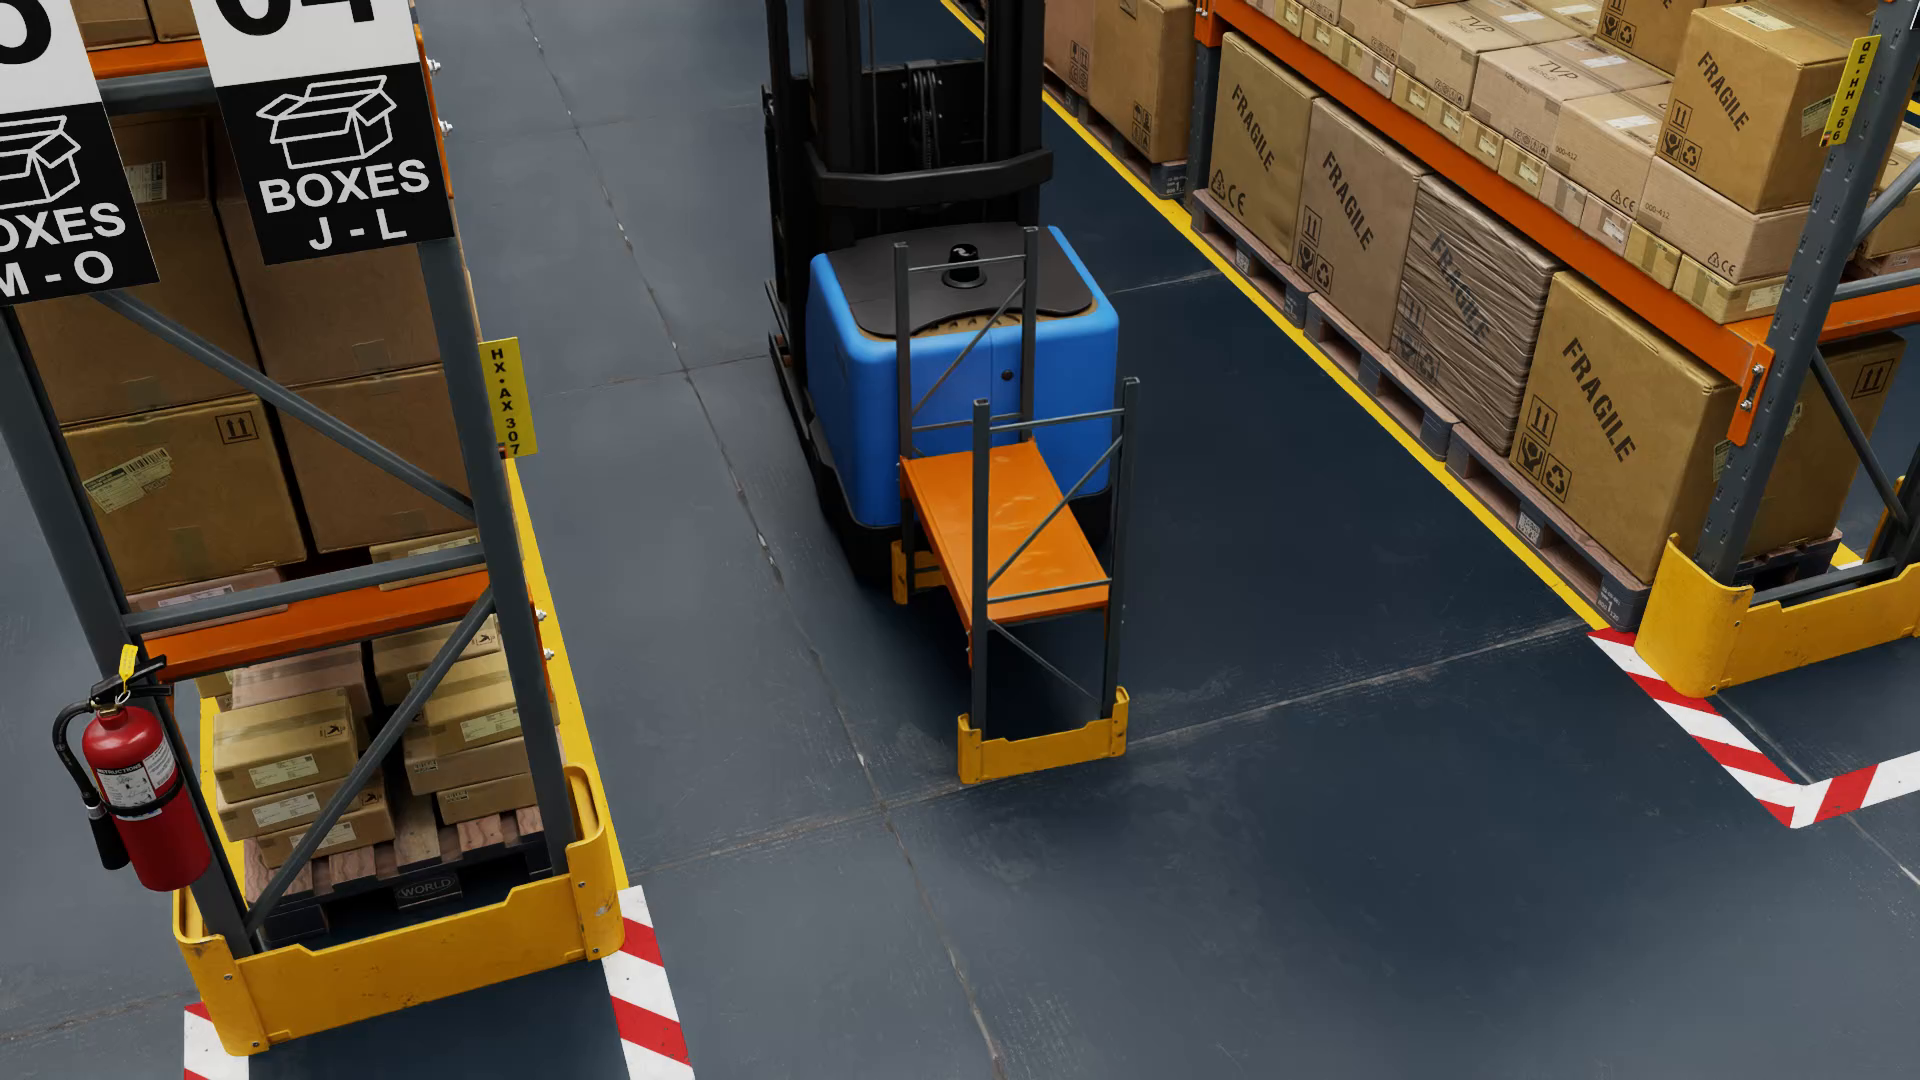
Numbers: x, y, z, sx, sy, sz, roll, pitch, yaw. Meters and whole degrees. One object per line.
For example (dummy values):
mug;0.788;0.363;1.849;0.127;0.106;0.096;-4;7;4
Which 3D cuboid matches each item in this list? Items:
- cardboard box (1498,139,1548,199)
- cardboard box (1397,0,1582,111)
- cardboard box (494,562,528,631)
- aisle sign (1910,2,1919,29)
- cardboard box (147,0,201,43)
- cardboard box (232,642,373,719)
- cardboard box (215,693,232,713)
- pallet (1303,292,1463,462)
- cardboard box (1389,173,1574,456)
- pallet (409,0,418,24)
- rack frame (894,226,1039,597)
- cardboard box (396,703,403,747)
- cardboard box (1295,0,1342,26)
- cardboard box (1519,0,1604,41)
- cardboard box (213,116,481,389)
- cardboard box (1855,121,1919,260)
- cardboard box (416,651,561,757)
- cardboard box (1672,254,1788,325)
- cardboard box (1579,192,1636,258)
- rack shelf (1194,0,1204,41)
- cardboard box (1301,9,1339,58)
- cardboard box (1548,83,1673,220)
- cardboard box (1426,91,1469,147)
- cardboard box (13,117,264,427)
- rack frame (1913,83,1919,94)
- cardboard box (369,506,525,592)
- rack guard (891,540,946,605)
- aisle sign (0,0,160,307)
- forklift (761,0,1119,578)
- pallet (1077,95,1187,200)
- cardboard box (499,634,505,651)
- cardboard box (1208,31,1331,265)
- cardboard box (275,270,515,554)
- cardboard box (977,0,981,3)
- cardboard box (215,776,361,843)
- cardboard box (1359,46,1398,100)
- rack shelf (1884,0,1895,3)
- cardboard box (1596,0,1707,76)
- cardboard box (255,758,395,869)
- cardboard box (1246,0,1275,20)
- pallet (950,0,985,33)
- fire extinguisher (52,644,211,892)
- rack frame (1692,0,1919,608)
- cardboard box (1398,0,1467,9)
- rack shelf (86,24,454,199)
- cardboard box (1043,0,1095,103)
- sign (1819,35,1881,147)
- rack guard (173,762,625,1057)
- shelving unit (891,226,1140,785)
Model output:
cardboard box;2.313;-1.456;6.399;0.380;0.149;0.250;-13;39;-17
cardboard box;2.149;-1.992;6.779;0.500;0.250;0.500;-12;39;-16
cardboard box;-1.630;0.190;5.530;0.380;0.149;0.250;-13;39;-16
aisle sign;2.840;-1.782;4.463;0.394;0.787;0.004;-12;39;-16
cardboard box;-1.509;-1.322;3.643;0.500;0.250;0.500;-11;38;-14
cardboard box;-2.047;0.456;5.178;0.380;0.149;0.250;-12;39;-15
cardboard box;-2.225;0.443;5.442;0.380;0.149;0.250;-14;39;-18
pallet;2.333;-0.857;7.712;1.003;0.211;1.213;-12;39;-16
cardboard box;2.489;-1.025;7.034;0.875;0.875;0.875;-12;39;-16
pallet;-3.097;-2.522;7.764;1.003;0.211;1.213;-12;39;-16
rack frame;0.023;-0.425;6.068;0.500;1.500;0.032;-9;38;-12
cardboard box;-1.641;0.601;5.480;0.380;0.149;0.250;-13;39;-16
cardboard box;1.803;-2.564;7.538;0.500;0.250;0.500;-13;39;-16
cardboard box;2.647;-2.103;6.927;0.500;0.250;0.500;-13;39;-17
cardboard box;-1.500;-0.744;4.083;0.500;0.500;0.500;-13;39;-16
cardboard box;3.186;-1.233;5.771;0.500;0.250;0.500;-13;39;-17
cardboard box;-1.456;0.490;5.132;0.380;0.149;0.250;-14;39;-18
cardboard box;2.666;-0.879;5.633;0.380;0.149;0.250;-12;39;-15
cardboard box;2.489;-1.169;6.017;0.380;0.149;0.250;-12;39;-16
rack shelf;1.033;-3.949;10.097;1.077;0.370;4.000;-12;39;-16
cardboard box;1.784;-2.325;7.552;0.380;0.149;0.250;-13;39;-17
cardboard box;2.507;-1.411;6.008;0.500;0.250;0.500;-13;39;-17
cardboard box;2.140;-1.743;6.780;0.380;0.149;0.250;-12;39;-15
cardboard box;-1.986;-0.642;3.948;0.500;0.500;0.500;-13;39;-17
rack frame;6.371;-4.132;9.742;1.000;3.000;0.127;-12;39;-16
cardboard box;-1.398;-0.027;4.502;0.380;0.149;0.250;-13;39;-16
rack guard;0.028;0.085;6.429;0.587;0.250;0.087;-9;38;-12
aisle sign;-1.851;-0.812;3.174;0.394;0.787;0.004;-12;39;-16
forklift;-0.269;-1.912;6.852;1.130;2.935;3.031;-9;38;-12
pallet;1.385;-2.413;9.778;1.003;0.211;1.213;-12;39;-16
cardboard box;-1.575;0.460;5.420;0.380;0.149;0.250;-13;39;-16
cardboard box;1.873;-2.036;8.377;0.875;0.875;0.875;-12;39;-16
cardboard box;-1.490;-0.347;4.387;0.500;0.500;0.500;-11;38;-14
cardboard box;0.562;-4.291;11.371;1.225;0.875;0.875;-14;39;-18
cardboard box;-2.044;0.736;5.053;0.380;0.149;0.250;-13;39;-17
cardboard box;1.957;-2.038;7.171;0.380;0.149;0.250;-12;39;-15
rack shelf;2.409;-2.887;6.195;1.077;0.370;4.000;-12;39;-16
cardboard box;2.830;-2.106;6.307;0.500;0.500;0.500;-13;39;-17
cardboard box;-1.971;0.840;5.162;0.380;0.149;0.250;-12;39;-15
cardboard box;1.601;-2.622;7.946;0.380;0.149;0.250;-14;39;-17
pallet;0.545;-3.791;11.608;1.003;0.211;1.213;-12;39;-16
fire extinguisher;-1.941;0.541;3.913;0.296;0.674;0.183;-12;39;-16
rack frame;3.097;-0.847;5.381;1.000;3.000;0.127;-12;39;-16
cardboard box;1.991;-2.569;6.921;0.500;0.500;0.500;-14;39;-17
rack shelf;-2.283;-1.918;4.907;1.077;0.370;4.000;-12;39;-16
cardboard box;1.174;-3.288;10.038;1.225;0.875;0.875;-14;39;-18
sign;2.583;-1.299;4.823;0.100;0.325;0.005;-12;39;-16
rack guard;-1.621;1.079;4.903;1.175;0.500;0.348;-12;39;-16
shelving unit;0.155;-0.124;5.669;0.587;1.500;1.083;-9;38;-12
